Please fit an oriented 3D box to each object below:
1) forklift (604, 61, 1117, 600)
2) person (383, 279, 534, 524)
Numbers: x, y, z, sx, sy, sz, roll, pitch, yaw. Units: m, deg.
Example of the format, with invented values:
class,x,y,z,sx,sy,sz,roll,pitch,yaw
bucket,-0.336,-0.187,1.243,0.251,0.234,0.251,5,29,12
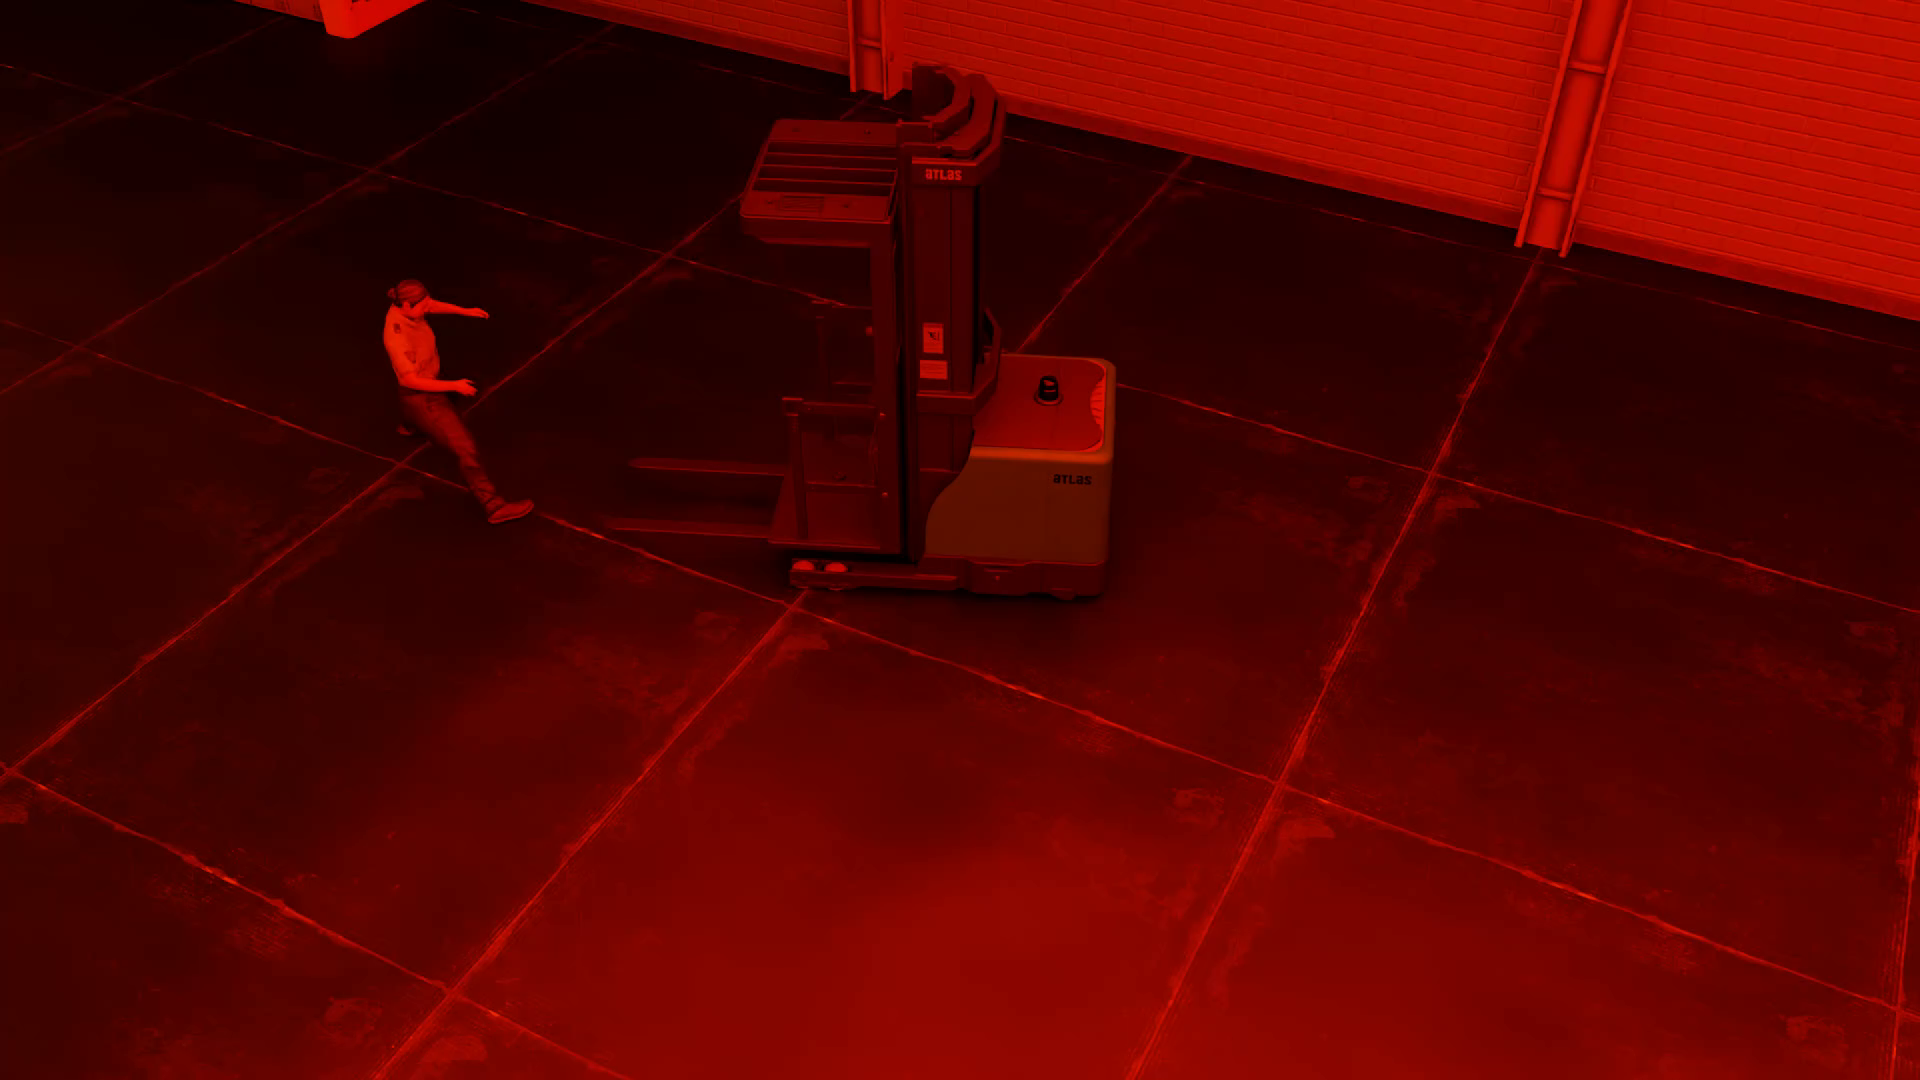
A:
class,x,y,z,sx,sy,sz,roll,pitch,yaw
forklift,-0.606,-1.157,9.360,3.031,2.935,1.130,3,40,4
person,-3.206,-1.003,10.328,0.896,1.465,1.230,-6,41,-8
